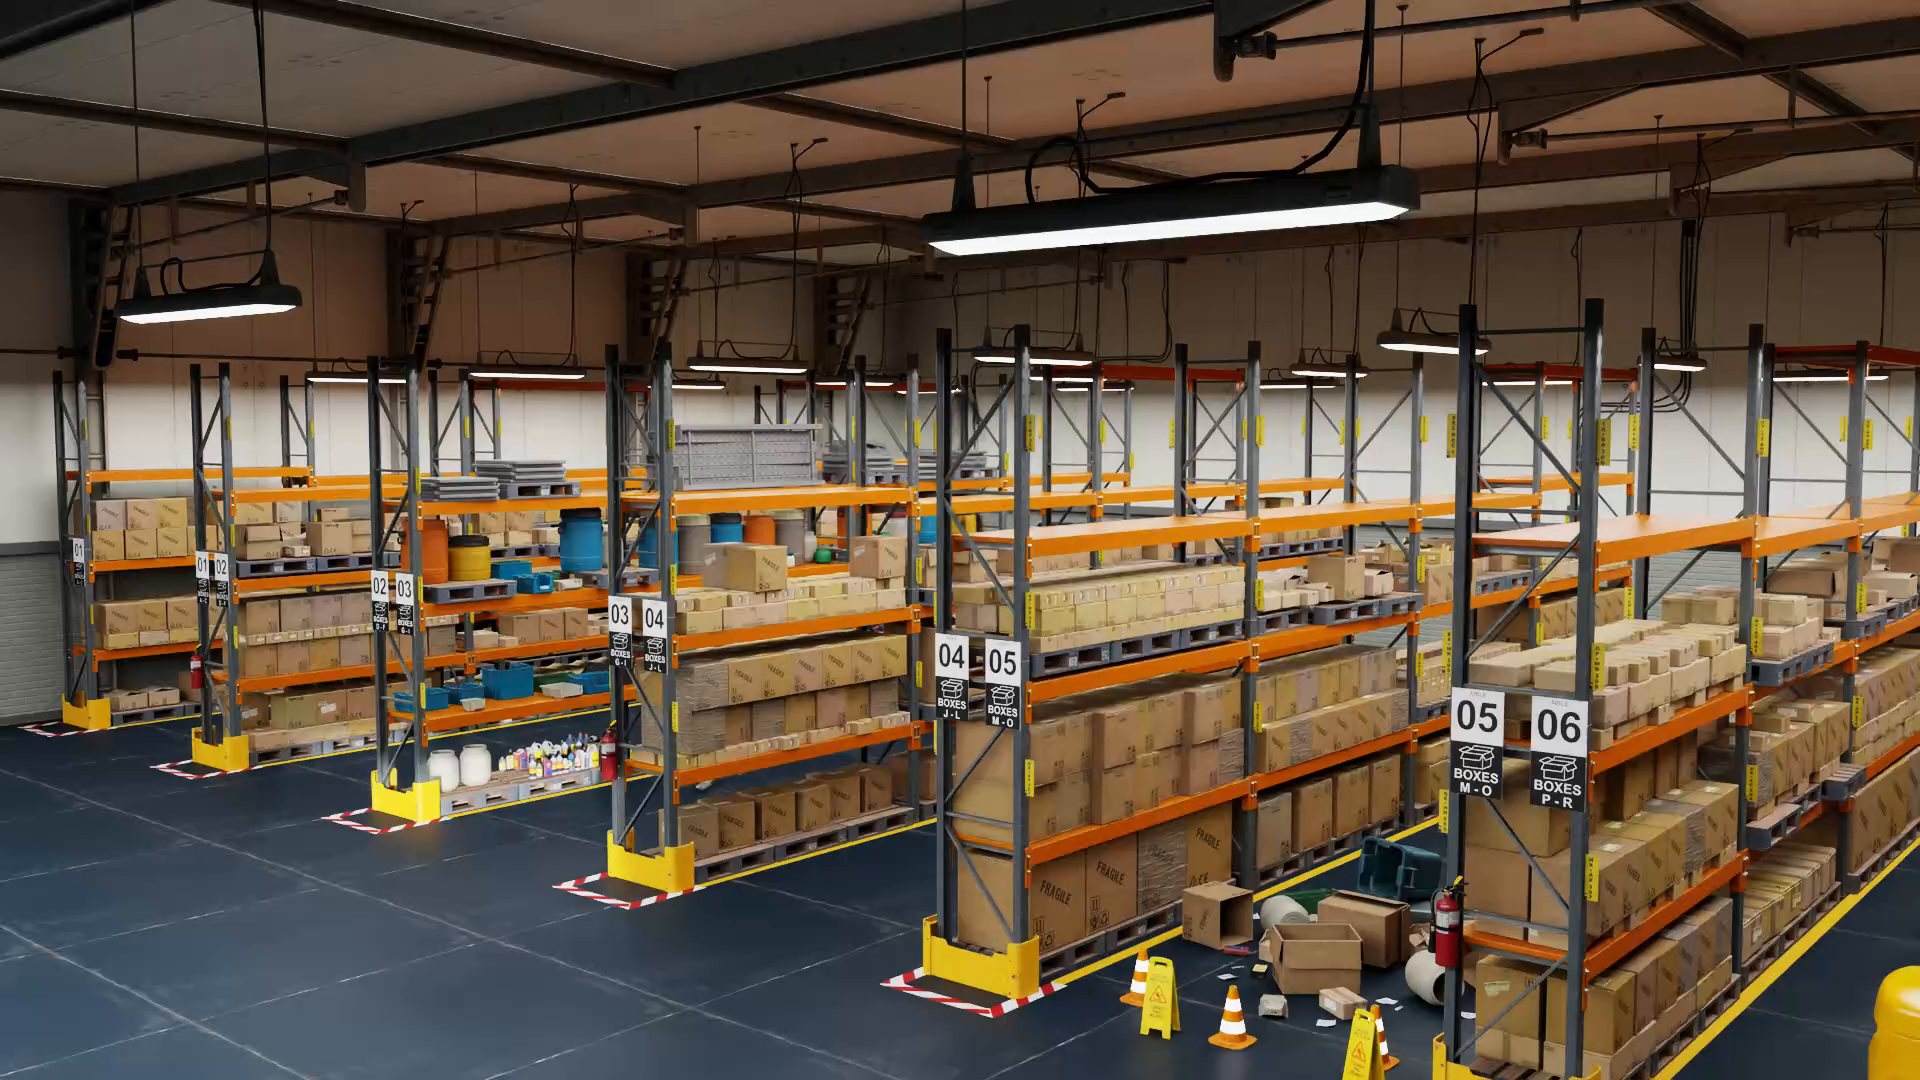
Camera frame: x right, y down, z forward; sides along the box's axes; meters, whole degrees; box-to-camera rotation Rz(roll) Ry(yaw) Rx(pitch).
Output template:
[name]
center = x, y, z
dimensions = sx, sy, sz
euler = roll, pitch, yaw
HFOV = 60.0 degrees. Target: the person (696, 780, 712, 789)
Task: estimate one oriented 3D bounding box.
[person]
center = -3.639, 2.677, 23.040
dimensions = 0.537, 1.627, 0.693
euler = 2, 4, 23
